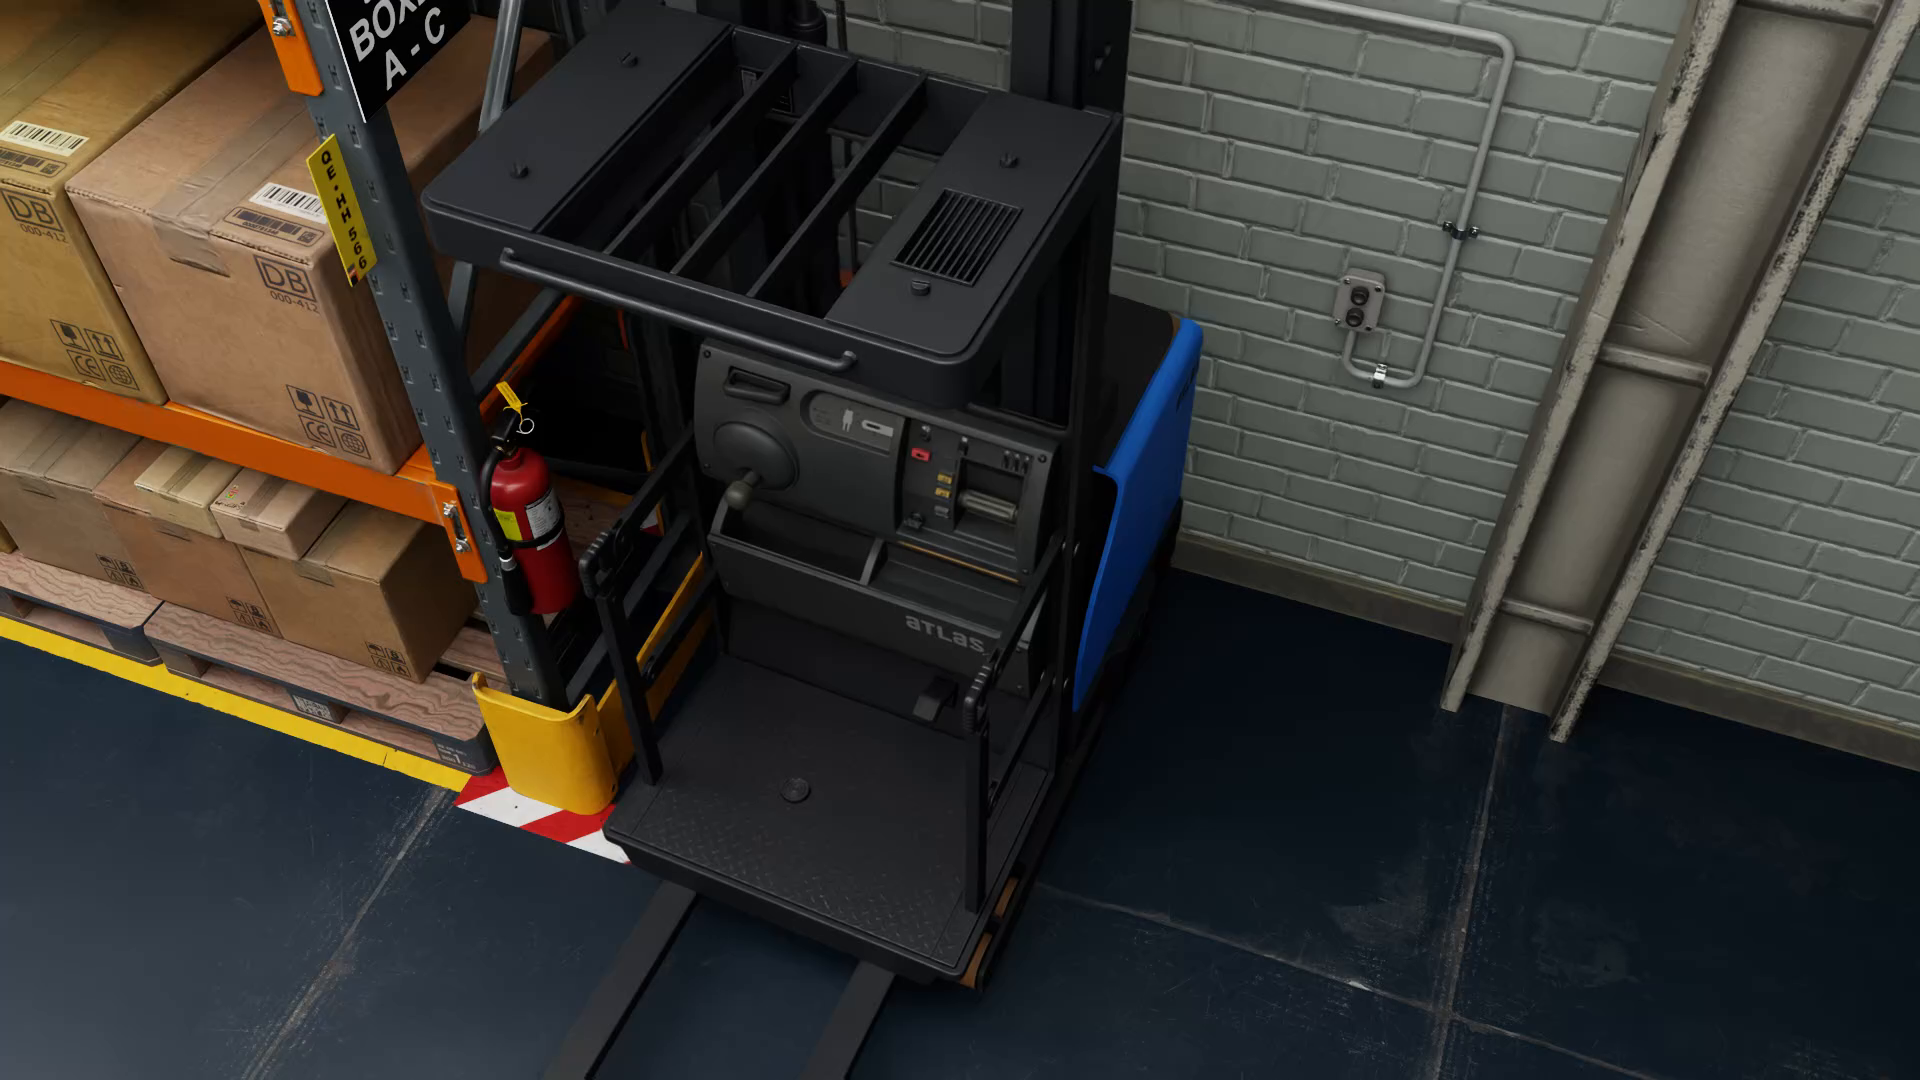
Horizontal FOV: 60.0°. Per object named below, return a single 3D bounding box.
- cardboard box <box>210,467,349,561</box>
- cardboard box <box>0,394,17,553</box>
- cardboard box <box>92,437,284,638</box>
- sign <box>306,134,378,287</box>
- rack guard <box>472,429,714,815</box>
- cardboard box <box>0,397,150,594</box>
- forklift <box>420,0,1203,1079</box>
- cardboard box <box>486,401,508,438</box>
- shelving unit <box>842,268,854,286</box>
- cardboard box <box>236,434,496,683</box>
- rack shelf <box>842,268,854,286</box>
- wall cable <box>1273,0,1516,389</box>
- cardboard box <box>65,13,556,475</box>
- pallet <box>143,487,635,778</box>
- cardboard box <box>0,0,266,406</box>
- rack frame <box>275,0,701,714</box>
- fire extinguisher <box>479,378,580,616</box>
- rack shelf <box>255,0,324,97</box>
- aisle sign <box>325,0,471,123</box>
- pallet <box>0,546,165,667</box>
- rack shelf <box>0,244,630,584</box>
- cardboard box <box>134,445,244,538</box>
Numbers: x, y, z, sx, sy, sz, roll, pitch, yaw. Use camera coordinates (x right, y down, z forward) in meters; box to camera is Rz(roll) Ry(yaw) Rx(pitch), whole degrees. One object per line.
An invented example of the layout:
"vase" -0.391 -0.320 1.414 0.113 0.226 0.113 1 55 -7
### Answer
"cardboard box" -1.943 -0.149 4.841 0.250 0.149 0.380 15 51 13
"cardboard box" -3.204 -0.429 5.513 0.500 0.500 0.700 17 51 14
"cardboard box" -2.229 -0.163 5.283 0.500 0.500 0.700 15 51 13
"sign" -1.270 -0.677 3.428 0.005 0.325 0.100 16 51 13
"rack guard" -1.046 0.224 5.225 0.348 0.500 1.175 16 51 13
"cardboard box" -2.701 -0.294 5.396 0.500 0.500 0.700 14 51 12
"forklift" -0.307 -0.088 3.887 1.130 2.935 3.031 18 52 15
"cardboard box" -1.573 -0.354 5.018 0.250 0.149 0.380 16 51 13
"shelving unit" -0.048 -0.318 5.263 1.048 1.125 0.538 14 43 14
"cardboard box" -1.760 -0.032 5.169 0.500 0.500 0.700 16 51 13
"rack shelf" -0.043 -0.537 5.069 1.000 0.278 0.538 14 43 14
"wall cable" 0.460 -1.269 4.192 1.851 1.984 0.084 16 51 13
"cardboard box" -1.550 -0.826 4.282 0.700 0.700 0.980 18 51 15
"pallet" -1.846 0.159 5.473 1.213 0.211 1.003 16 51 13
"cardboard box" -2.237 -1.008 4.440 0.700 0.700 0.980 15 51 13
"rack frame" -1.069 -0.601 4.286 0.127 3.000 1.000 16 51 13
"fire extinguisher" -1.087 -0.087 4.138 0.183 0.674 0.296 16 51 13
"rack shelf" -2.945 -1.871 3.878 4.000 0.370 1.077 16 51 13
"aisle sign" -1.105 -1.221 3.103 0.004 0.787 0.394 16 51 13
"pallet" -2.986 -0.162 5.751 1.213 0.211 1.003 16 51 13
"rack shelf" -2.945 -0.889 5.012 4.000 0.370 1.077 16 51 13
"cardboard box" -2.183 -0.215 4.899 0.250 0.149 0.380 17 51 14
